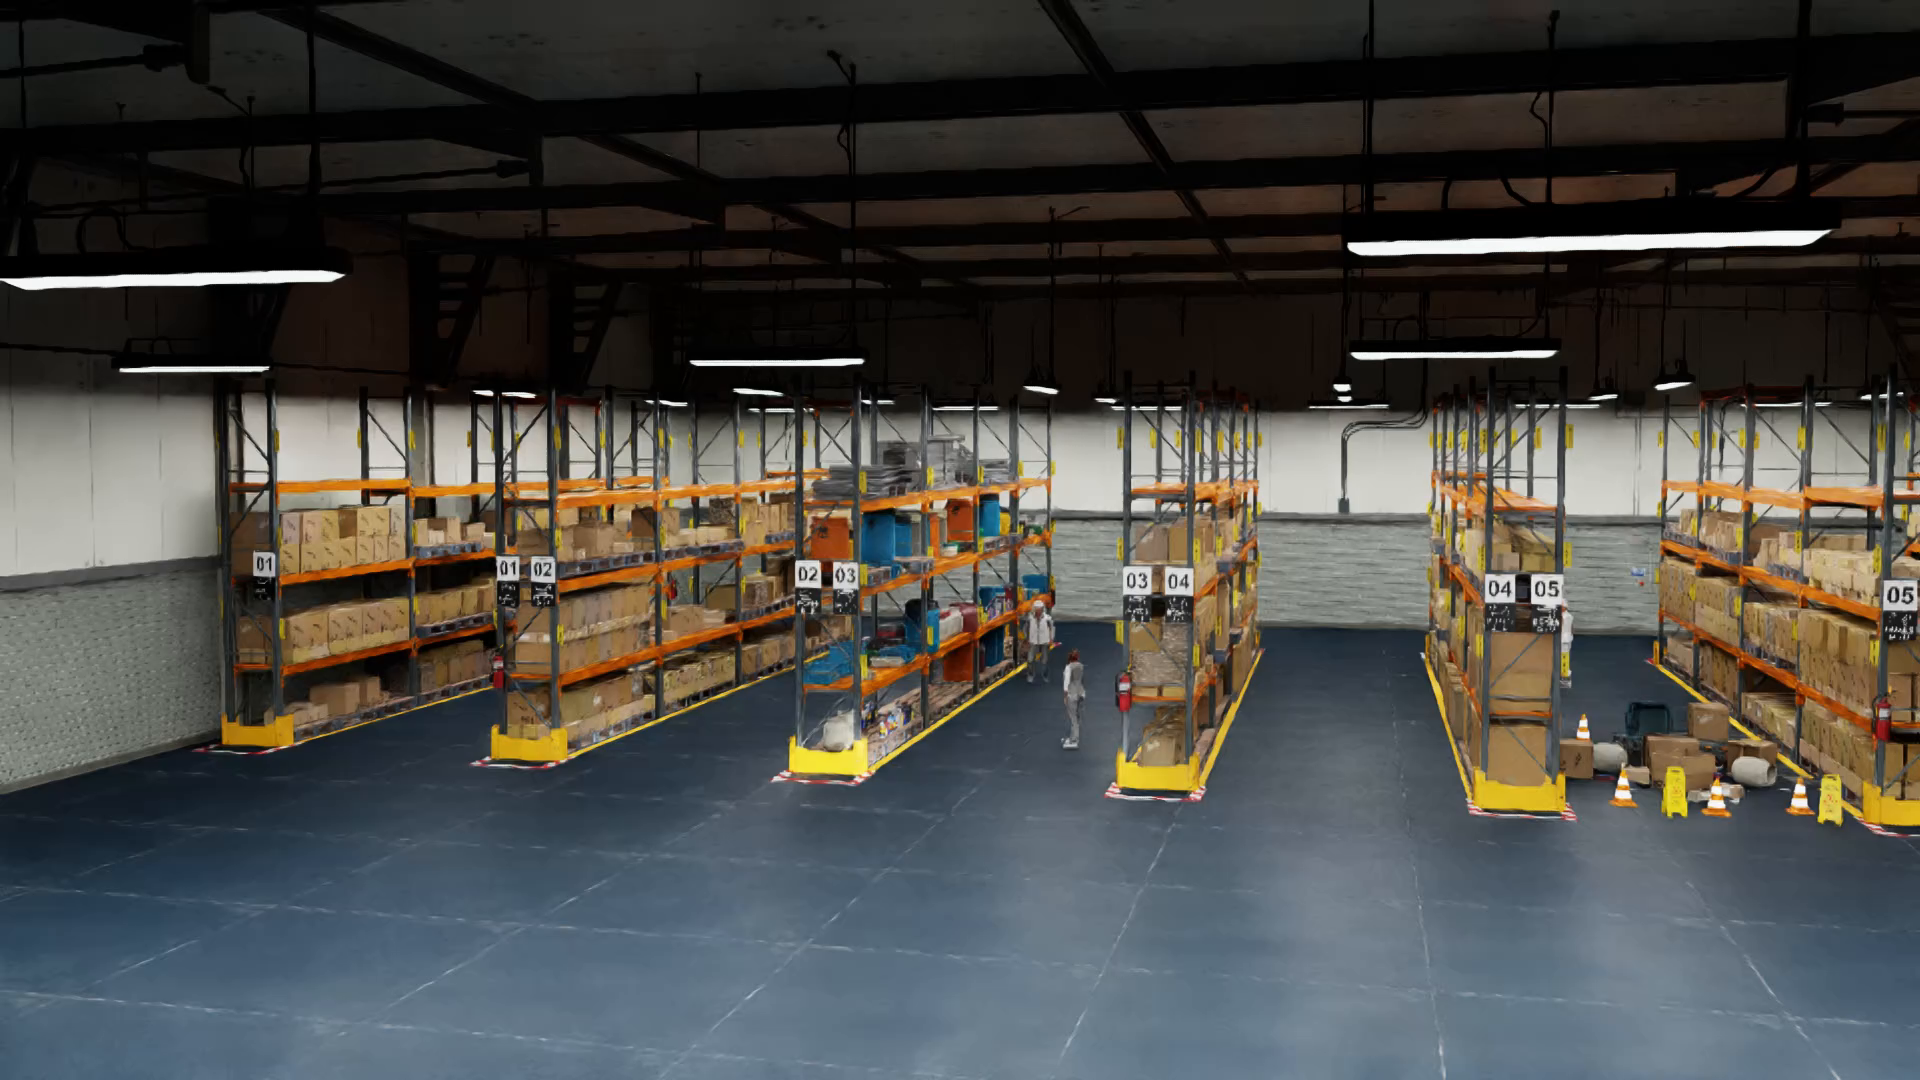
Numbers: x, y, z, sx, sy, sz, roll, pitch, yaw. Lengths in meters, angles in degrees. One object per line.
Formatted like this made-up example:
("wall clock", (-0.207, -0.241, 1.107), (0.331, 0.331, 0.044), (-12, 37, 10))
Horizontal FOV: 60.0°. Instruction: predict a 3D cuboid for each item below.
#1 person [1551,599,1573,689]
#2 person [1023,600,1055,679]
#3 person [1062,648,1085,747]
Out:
("person", (12.141, 2.081, 33.586), (0.569, 1.786, 0.653), (3, 5, 43))
("person", (1.630, 2.060, 34.278), (0.677, 1.665, 0.574), (1, 3, 11))
("person", (1.833, 2.560, 27.189), (0.467, 1.599, 0.453), (-3, 5, -45))
